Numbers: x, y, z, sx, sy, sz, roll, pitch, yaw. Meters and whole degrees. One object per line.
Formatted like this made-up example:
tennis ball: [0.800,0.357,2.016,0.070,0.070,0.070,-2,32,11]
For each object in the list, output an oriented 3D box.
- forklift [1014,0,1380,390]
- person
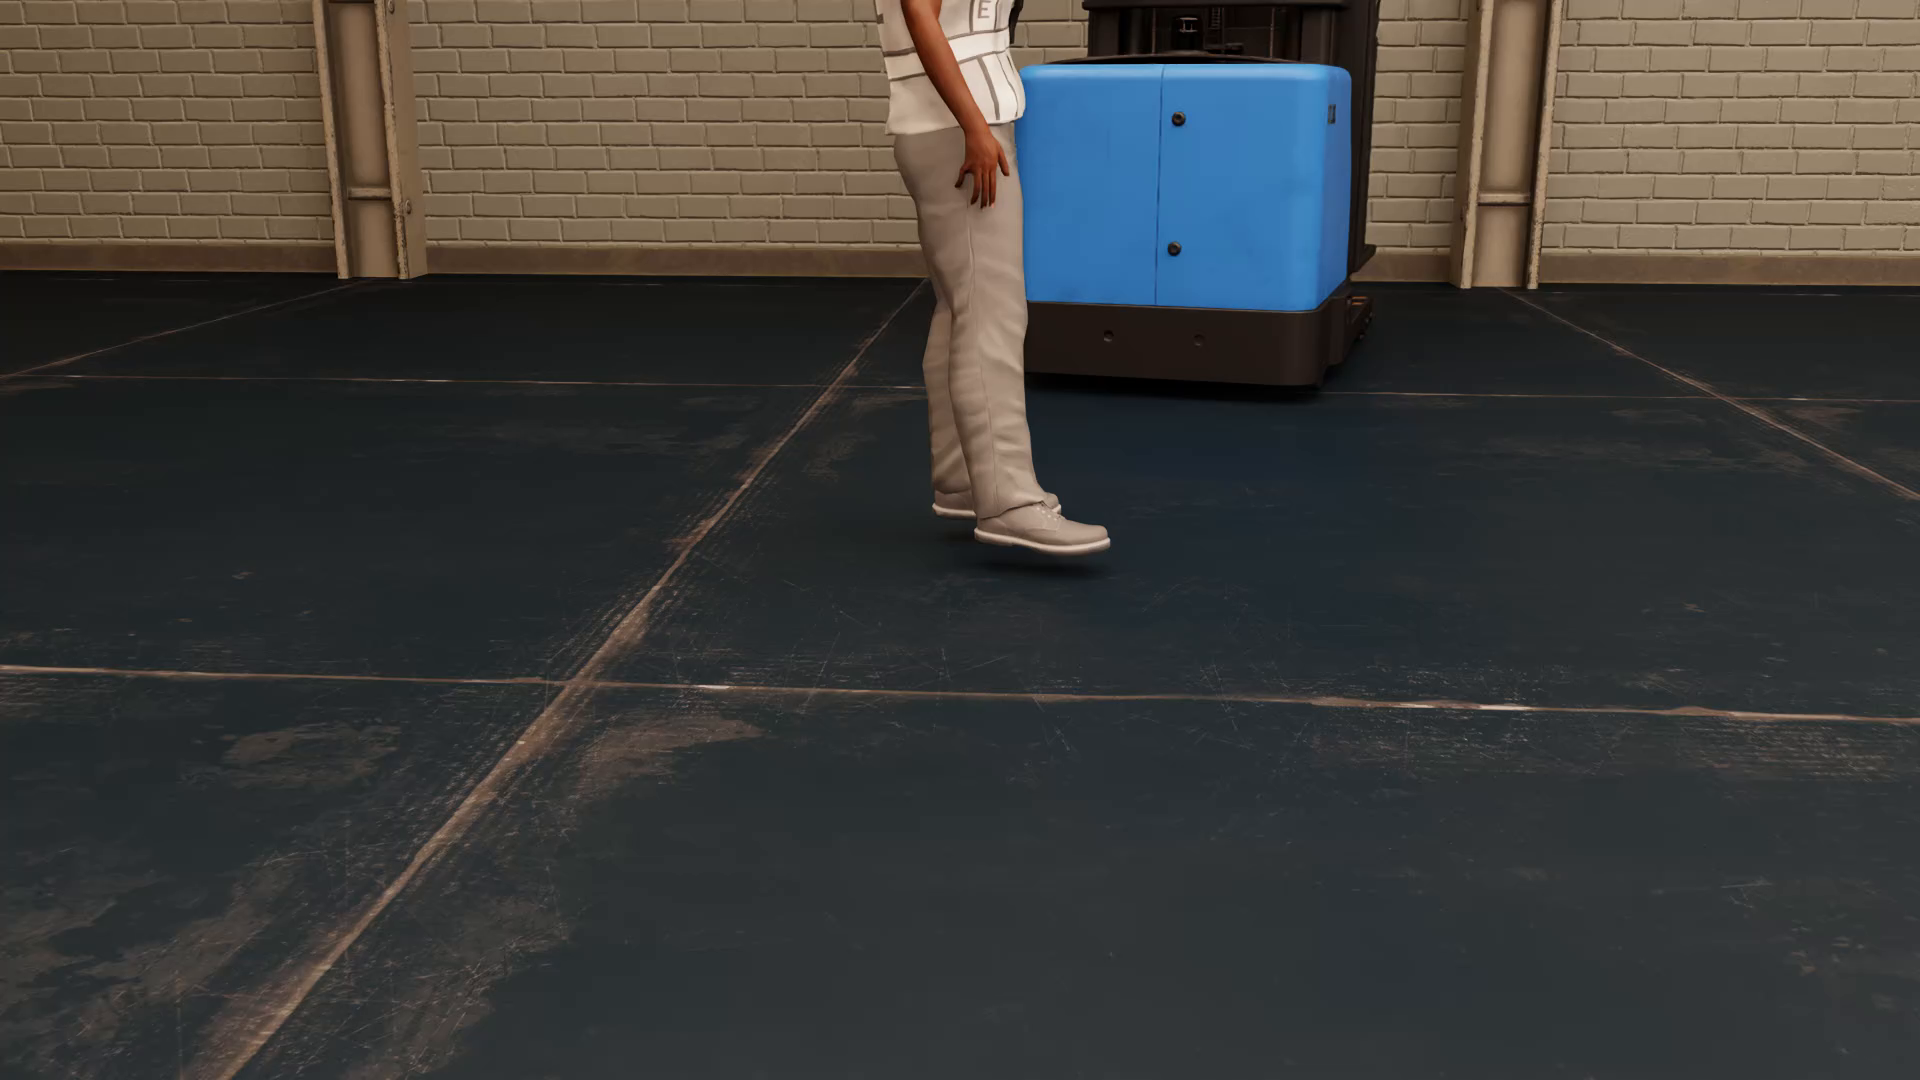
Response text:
forklift: [1.108,-2.254,6.518,1.130,2.935,3.031,5,16,18]
person: [0.073,-0.857,3.555,0.529,1.695,0.570,1,15,4]
